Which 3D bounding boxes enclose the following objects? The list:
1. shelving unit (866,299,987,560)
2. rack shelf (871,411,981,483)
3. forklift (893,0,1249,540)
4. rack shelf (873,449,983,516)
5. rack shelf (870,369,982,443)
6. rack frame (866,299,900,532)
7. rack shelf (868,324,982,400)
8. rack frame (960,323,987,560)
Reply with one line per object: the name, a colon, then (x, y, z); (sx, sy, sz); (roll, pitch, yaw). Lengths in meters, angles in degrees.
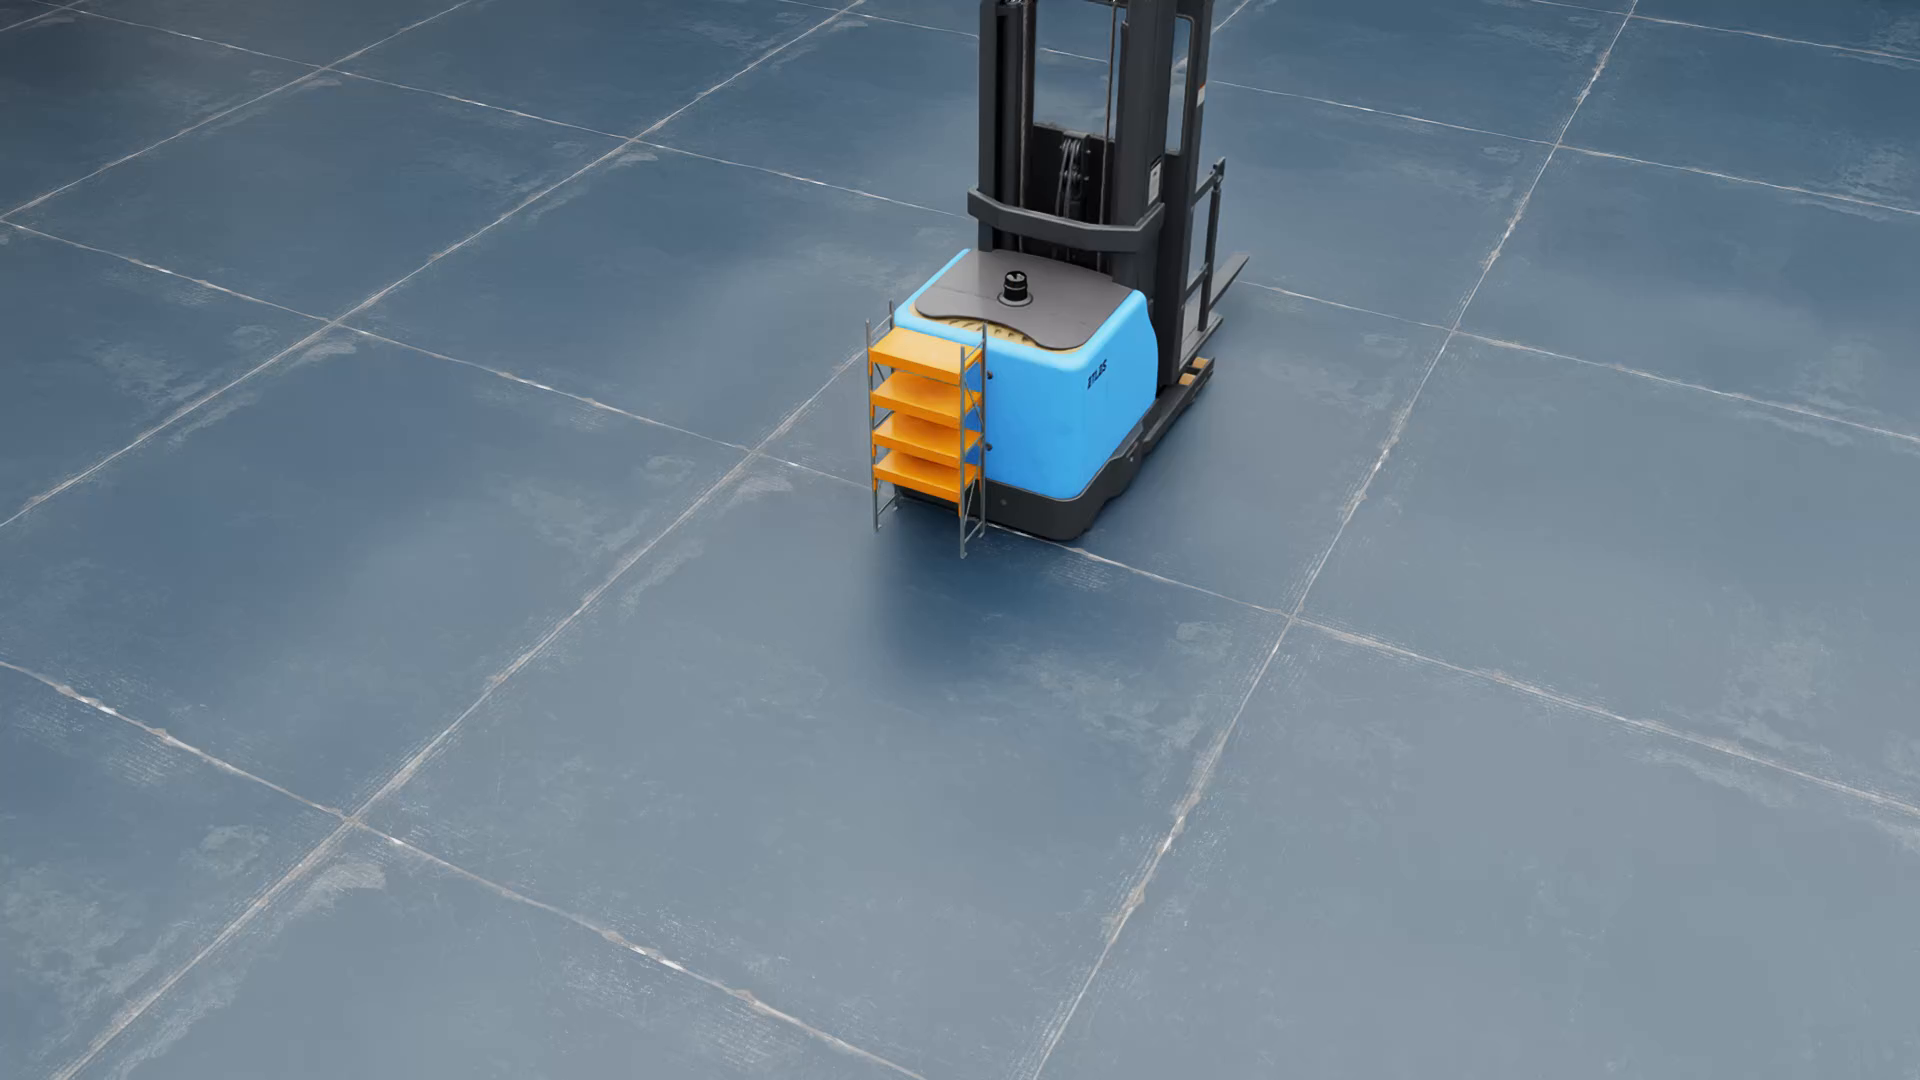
shelving unit: (-0.154, -0.516, 7.957); (0.503, 1.200, 0.258); (18, 41, 22)
rack shelf: (-0.154, -0.462, 7.998); (0.480, 0.148, 0.258); (18, 41, 22)
forklift: (0.783, -2.044, 8.538); (1.130, 2.935, 3.031); (18, 41, 22)
rack shelf: (-0.154, -0.304, 8.118); (0.480, 0.148, 0.258); (18, 41, 22)
rack shelf: (-0.154, -0.640, 7.862); (0.480, 0.148, 0.258); (18, 41, 22)
rack frame: (-0.370, -0.584, 8.047); (0.015, 1.200, 0.240); (18, 41, 22)
rack shelf: (-0.154, -0.829, 7.719); (0.480, 0.148, 0.258); (18, 41, 22)
rack frame: (0.062, -0.448, 7.867); (0.015, 1.200, 0.240); (18, 41, 22)
